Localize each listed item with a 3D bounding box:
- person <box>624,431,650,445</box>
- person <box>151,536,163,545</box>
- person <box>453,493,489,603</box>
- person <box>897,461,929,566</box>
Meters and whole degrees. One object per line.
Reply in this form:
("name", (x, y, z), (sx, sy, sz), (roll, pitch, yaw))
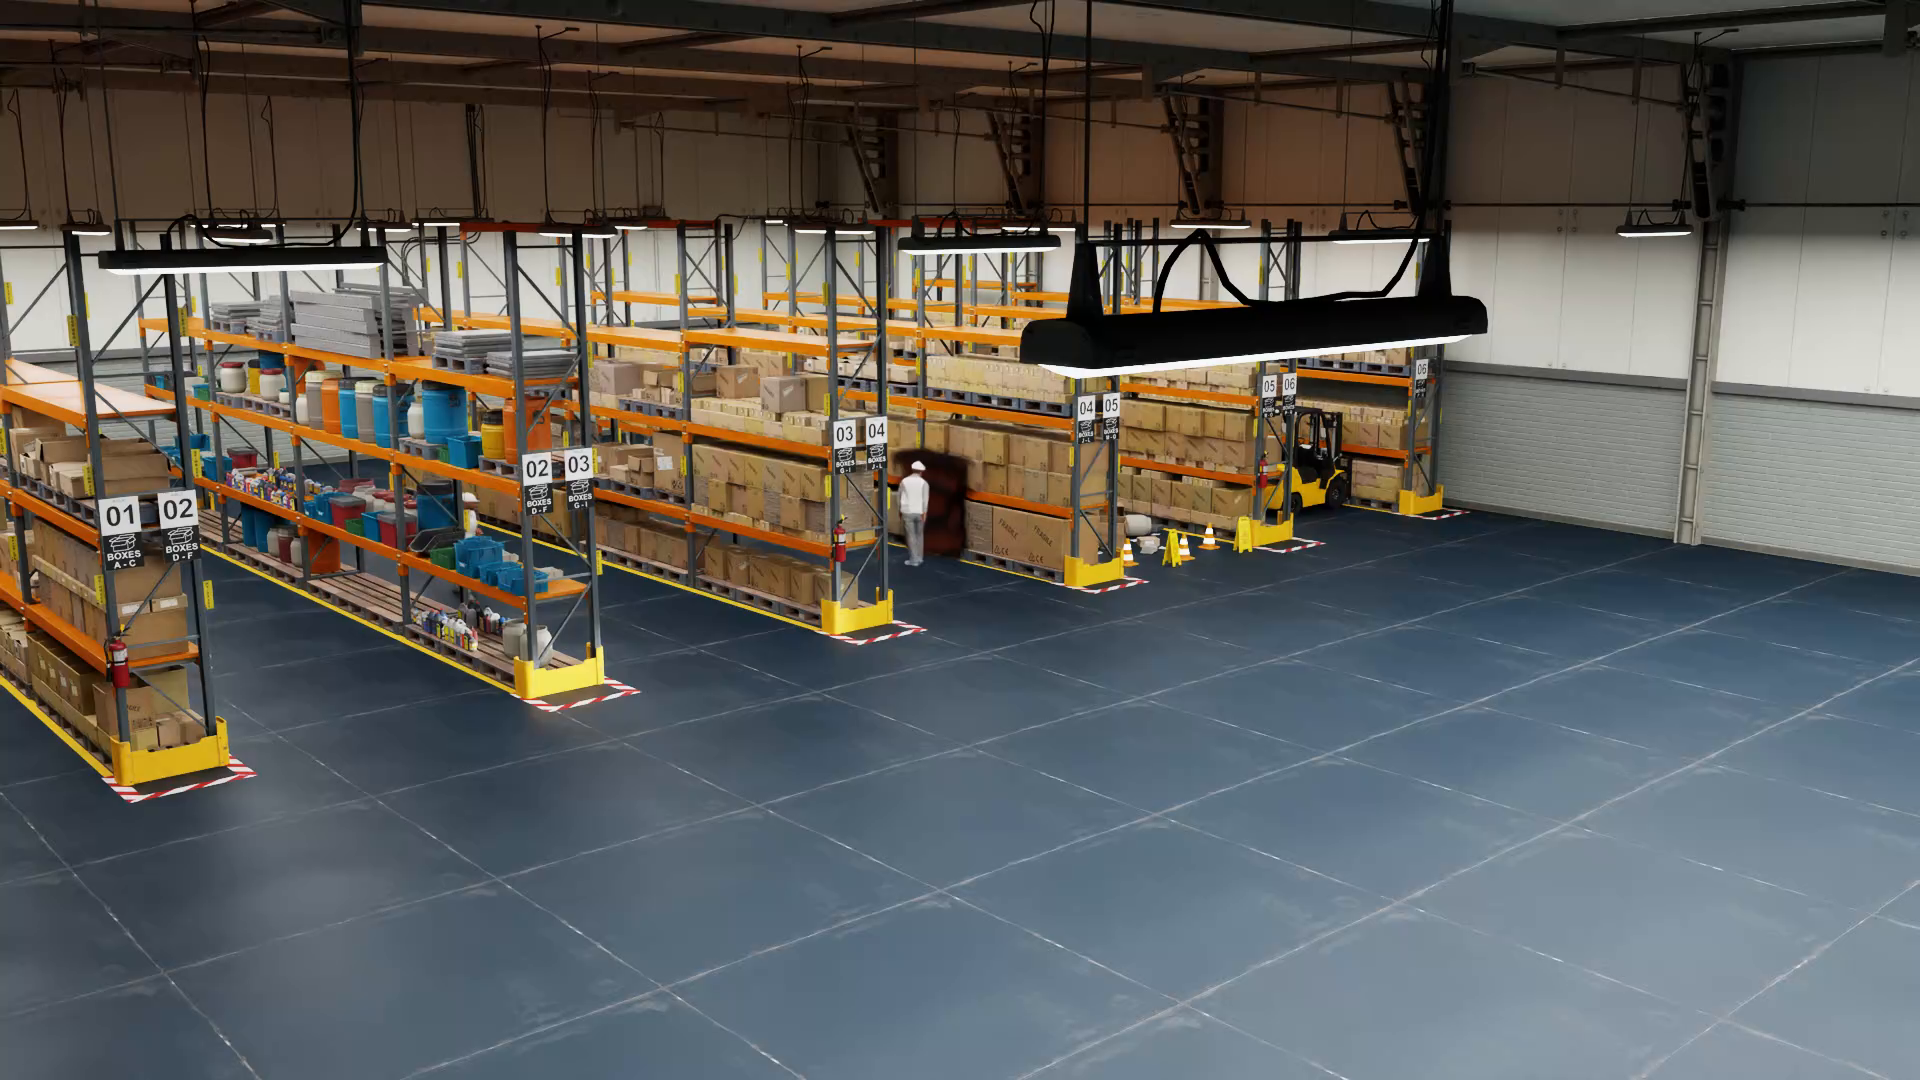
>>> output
("person", (-8.558, -3.249, 43.496), (0.685, 1.744, 0.910), (4, 12, 17))
("person", (-13.987, -0.167, 28.645), (0.402, 1.600, 0.928), (-8, 14, -35))
("person", (-8.090, 0.090, 27.138), (0.816, 1.740, 0.990), (-10, 15, -40))
("person", (-0.779, -0.401, 28.126), (0.519, 1.851, 0.577), (-3, 12, -17))
